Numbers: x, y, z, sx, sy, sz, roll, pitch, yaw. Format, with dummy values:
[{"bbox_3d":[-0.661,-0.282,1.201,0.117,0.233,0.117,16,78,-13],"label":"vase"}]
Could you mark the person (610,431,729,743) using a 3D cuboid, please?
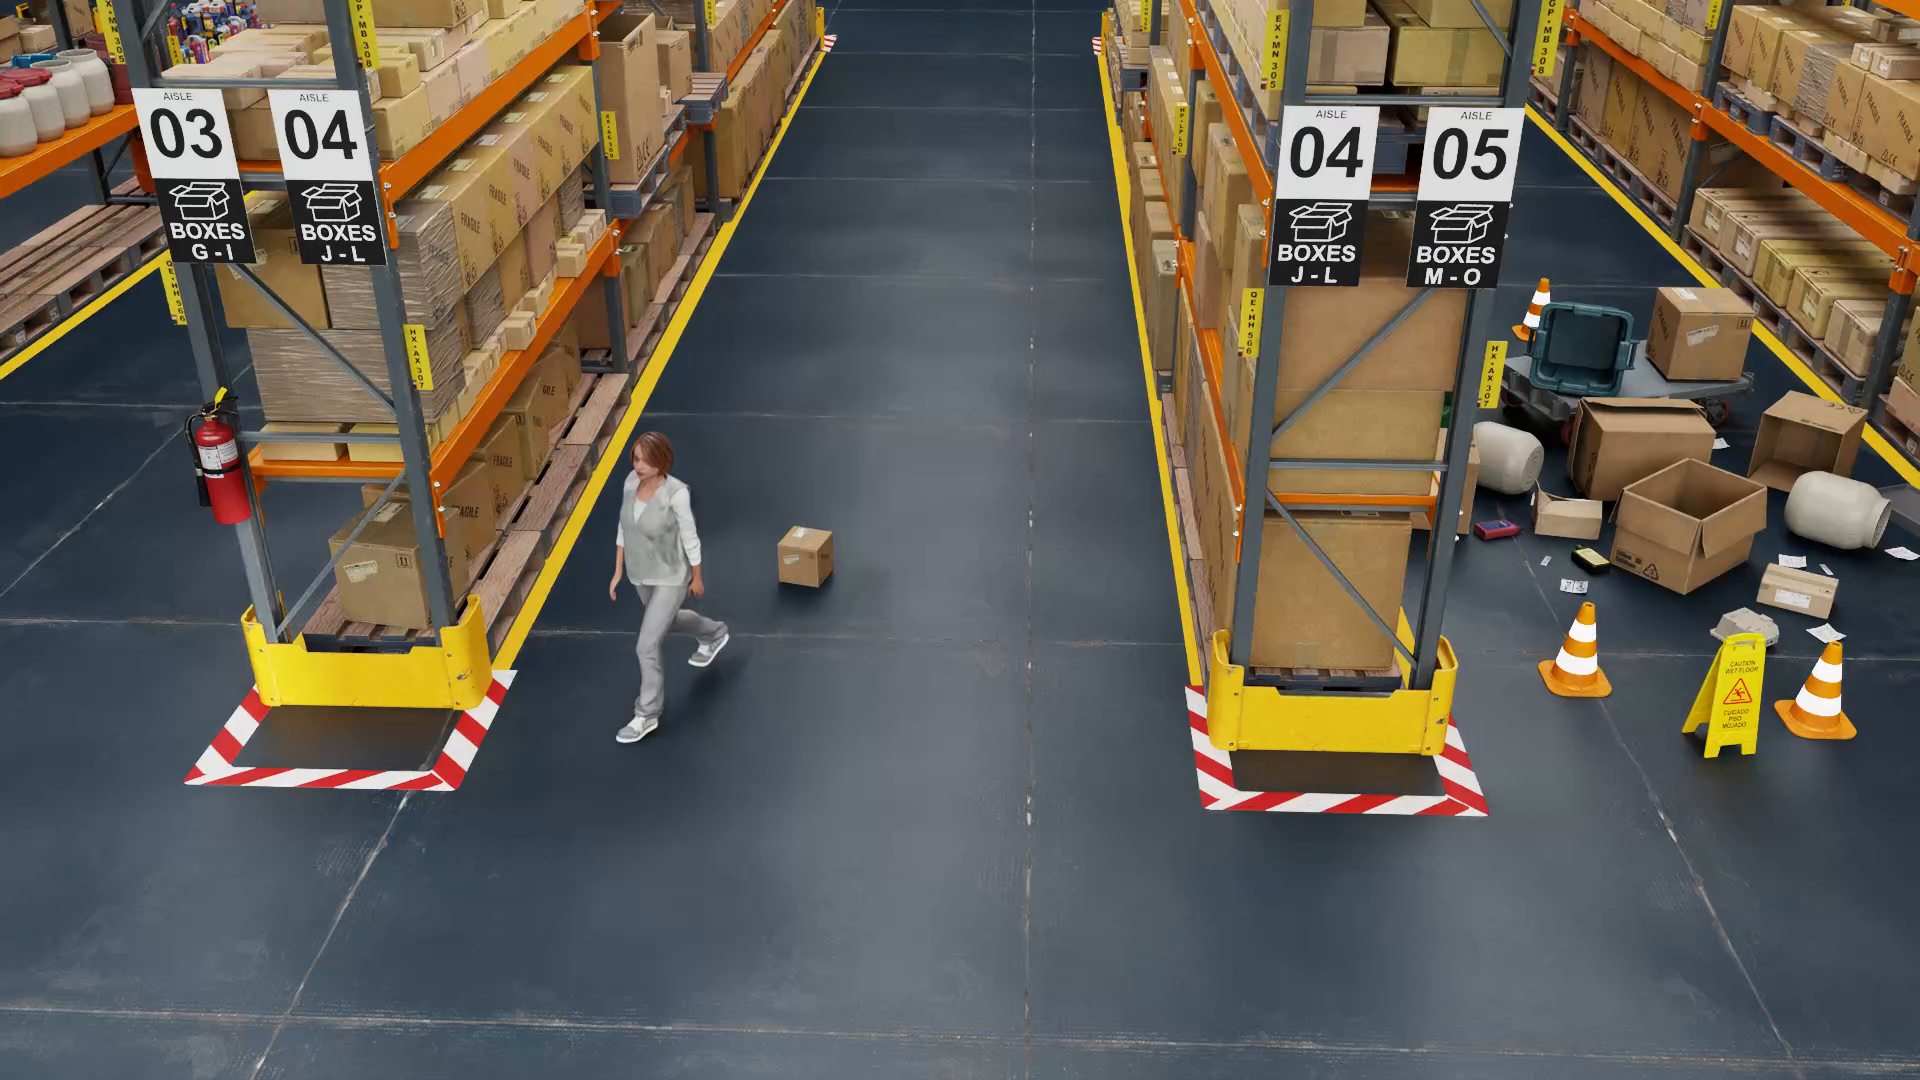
[{"bbox_3d":[-1.488,0.158,8.323,0.413,1.545,0.929,19,34,31],"label":"person"}]
